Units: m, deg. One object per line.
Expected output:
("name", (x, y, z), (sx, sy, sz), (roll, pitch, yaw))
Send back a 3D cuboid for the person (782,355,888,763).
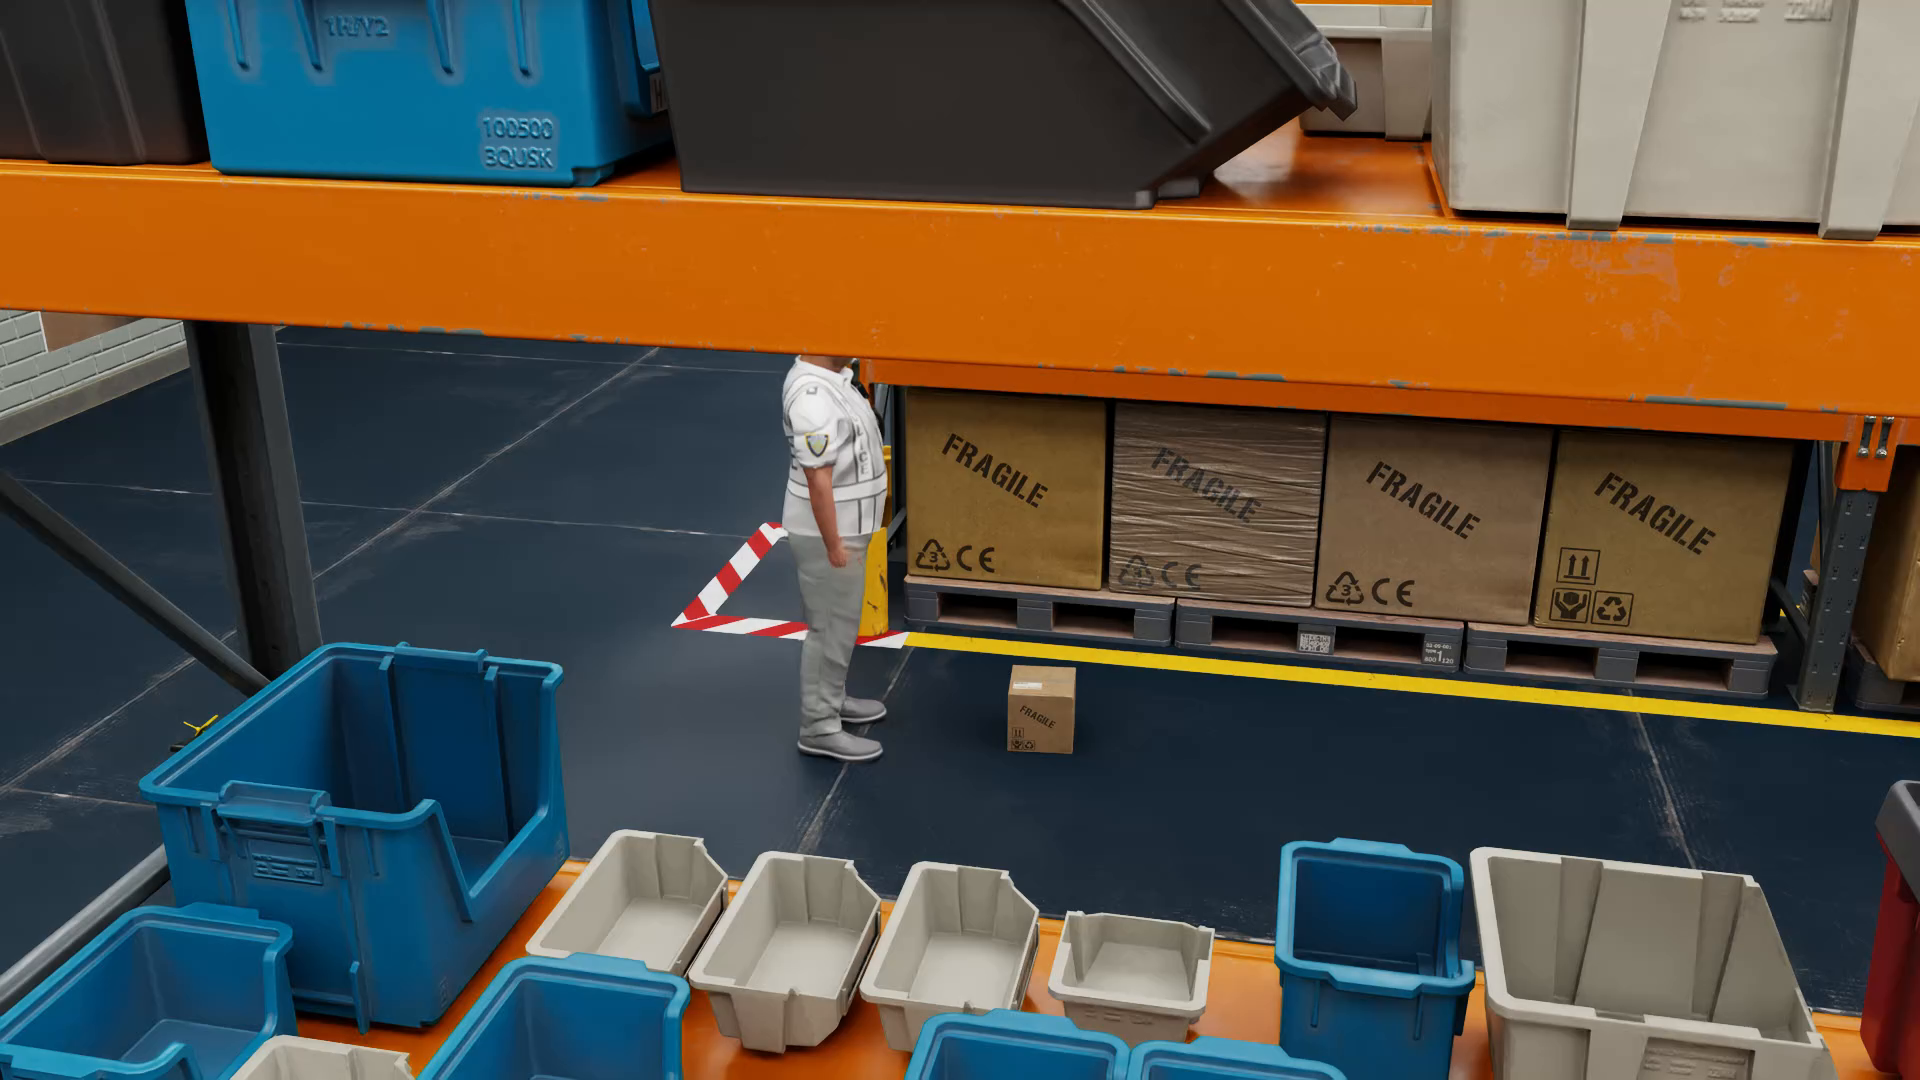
("person", (-0.466, -0.065, 6.229), (0.395, 1.771, 0.526), (-1, 21, -2))
